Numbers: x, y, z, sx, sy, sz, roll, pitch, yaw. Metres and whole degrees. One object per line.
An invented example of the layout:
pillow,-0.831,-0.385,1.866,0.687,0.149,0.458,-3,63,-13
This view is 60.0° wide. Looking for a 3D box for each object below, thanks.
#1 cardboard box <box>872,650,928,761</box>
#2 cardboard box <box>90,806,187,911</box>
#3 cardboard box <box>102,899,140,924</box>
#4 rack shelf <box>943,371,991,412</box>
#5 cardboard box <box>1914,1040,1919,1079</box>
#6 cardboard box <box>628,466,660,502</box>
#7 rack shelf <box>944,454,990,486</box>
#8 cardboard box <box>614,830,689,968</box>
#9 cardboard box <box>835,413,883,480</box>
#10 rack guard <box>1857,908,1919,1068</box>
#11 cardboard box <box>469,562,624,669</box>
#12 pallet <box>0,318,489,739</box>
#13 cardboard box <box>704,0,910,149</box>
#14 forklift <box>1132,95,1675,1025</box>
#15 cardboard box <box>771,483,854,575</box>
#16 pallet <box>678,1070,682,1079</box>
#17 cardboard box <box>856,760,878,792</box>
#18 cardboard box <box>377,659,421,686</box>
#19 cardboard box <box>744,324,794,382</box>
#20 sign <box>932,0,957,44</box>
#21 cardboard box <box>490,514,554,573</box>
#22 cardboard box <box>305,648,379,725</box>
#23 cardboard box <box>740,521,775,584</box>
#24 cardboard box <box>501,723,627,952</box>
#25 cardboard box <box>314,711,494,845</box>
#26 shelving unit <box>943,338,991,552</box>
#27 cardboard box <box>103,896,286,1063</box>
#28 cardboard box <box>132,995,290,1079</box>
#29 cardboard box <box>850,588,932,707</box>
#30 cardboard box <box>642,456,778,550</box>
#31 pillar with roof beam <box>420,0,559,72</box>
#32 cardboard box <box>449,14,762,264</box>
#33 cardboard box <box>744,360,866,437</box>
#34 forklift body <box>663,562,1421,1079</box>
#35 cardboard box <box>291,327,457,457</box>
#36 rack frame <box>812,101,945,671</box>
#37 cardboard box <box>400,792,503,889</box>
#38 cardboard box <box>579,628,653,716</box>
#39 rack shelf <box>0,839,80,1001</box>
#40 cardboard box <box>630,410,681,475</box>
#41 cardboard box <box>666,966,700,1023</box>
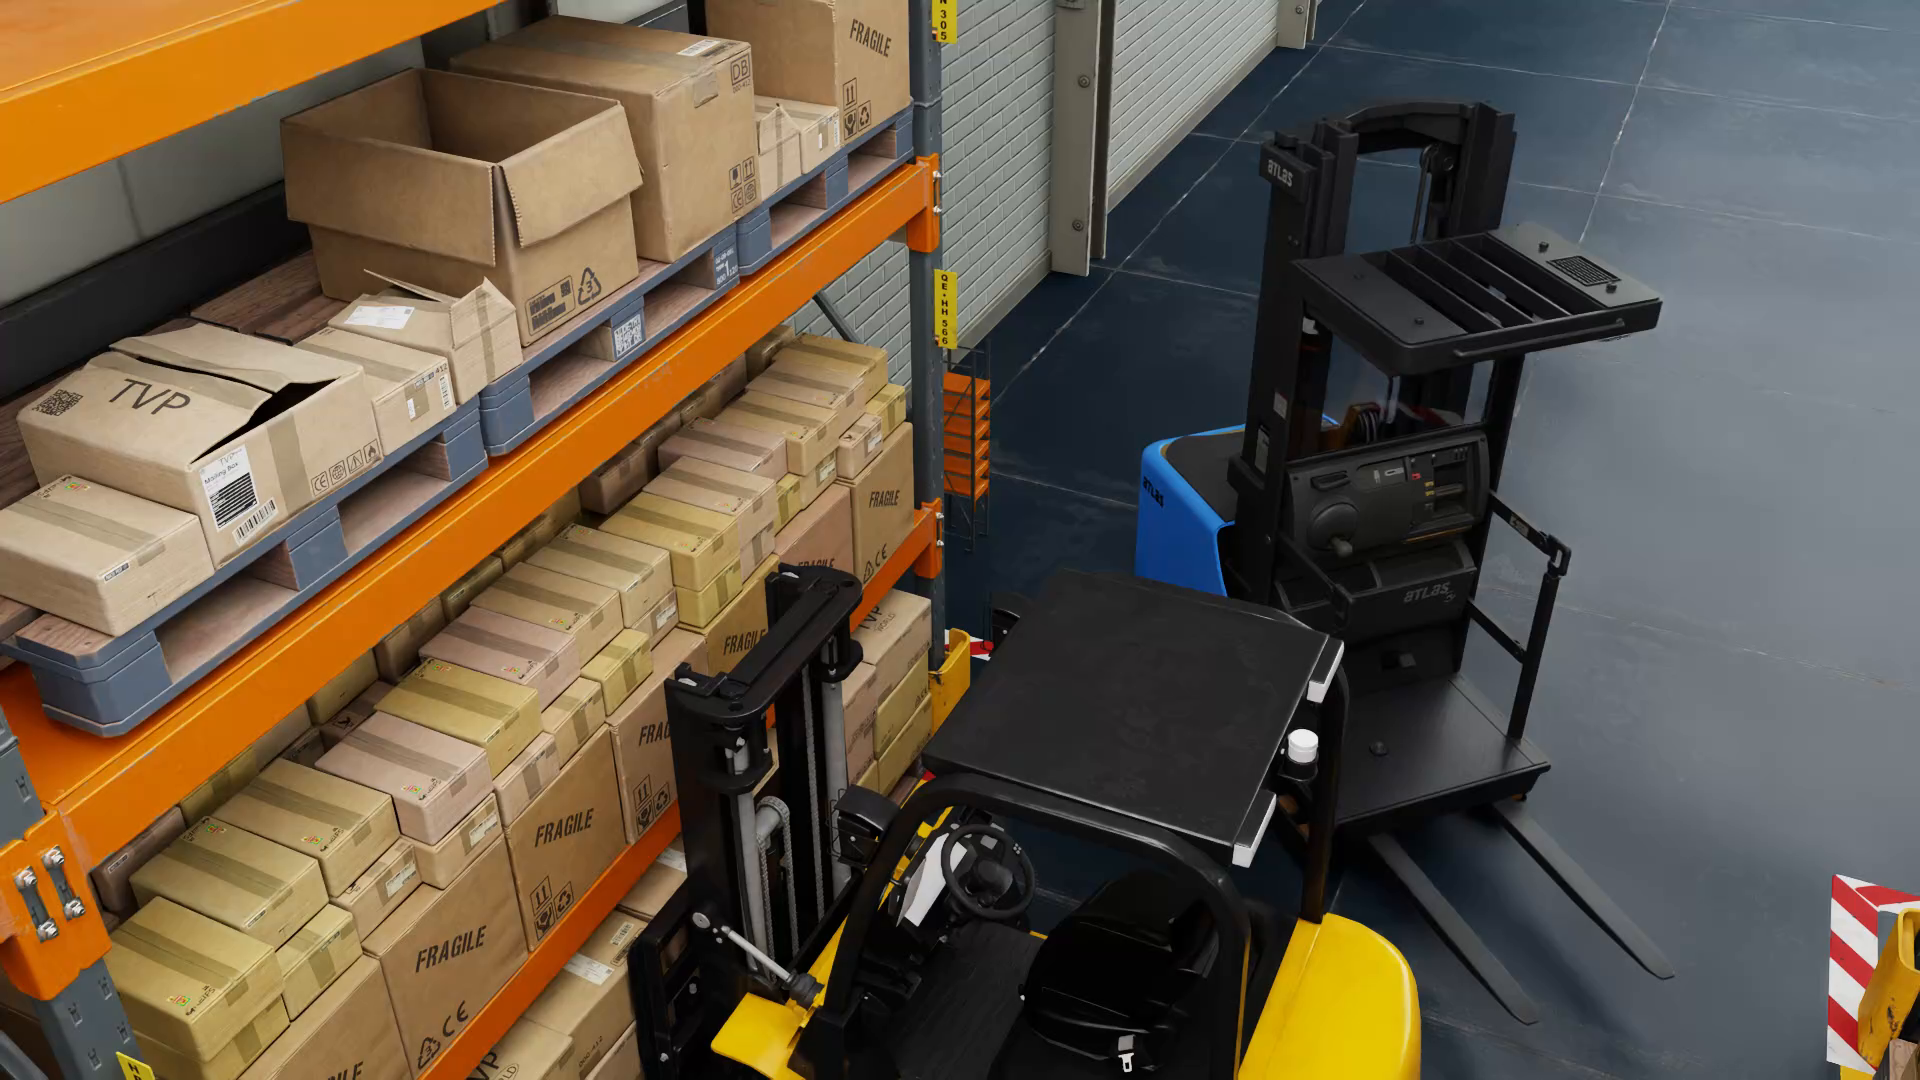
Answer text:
cardboard box,-0.465,0.634,7.085,0.500,0.250,0.500,14,36,20
cardboard box,-2.217,0.766,4.261,0.380,0.149,0.250,13,36,19
cardboard box,-2.244,0.882,4.355,0.380,0.149,0.250,13,35,19
rack shelf,0.006,-0.773,8.627,0.258,0.103,0.180,14,36,20
cardboard box,3.367,1.703,5.227,0.500,0.500,0.500,13,35,19
cardboard box,-1.247,-0.267,6.107,0.380,0.149,0.250,13,35,19
rack shelf,0.006,-0.371,8.891,0.258,0.103,0.180,14,36,20
cardboard box,-1.084,1.172,5.809,0.500,0.250,0.500,13,36,20
cardboard box,-0.516,-0.387,6.291,0.380,0.149,0.250,15,36,21
rack guard,3.933,1.775,5.956,1.175,0.500,0.348,14,36,20
cardboard box,-1.261,0.231,5.077,0.380,0.149,0.250,14,36,21
pallet,-1.885,-0.101,3.882,1.003,0.211,1.213,14,36,20
cardboard box,-0.509,-1.682,5.648,0.500,0.500,0.500,15,36,22
forklift,1.836,-0.122,6.632,1.130,2.935,3.031,-12,35,-17
cardboard box,-0.738,0.075,6.178,0.500,0.500,0.500,15,36,22
pallet,-1.339,1.717,6.308,1.003,0.211,1.213,14,36,20
cardboard box,-0.671,1.081,6.859,0.500,0.250,0.500,14,36,20
cardboard box,-1.781,0.371,5.134,0.380,0.149,0.250,14,36,20
cardboard box,-0.880,-0.764,6.595,0.380,0.149,0.250,13,36,20
sign,-0.058,-1.905,5.818,0.100,0.325,0.005,14,36,20
cardboard box,-1.553,-0.001,5.430,0.380,0.149,0.250,14,36,21
cardboard box,-1.944,0.367,4.869,0.380,0.149,0.250,14,36,20
cardboard box,-0.863,-0.007,5.711,0.380,0.149,0.250,13,35,19
cardboard box,-1.382,0.828,5.028,0.500,0.500,0.500,14,36,20
cardboard box,-1.489,0.634,4.462,0.380,0.149,0.250,15,36,22
shelving unit,0.006,-0.509,8.800,0.258,1.200,0.189,14,36,20
cardboard box,-1.816,1.019,3.875,0.380,0.149,0.250,15,36,21
cardboard box,-1.846,1.136,3.968,0.380,0.149,0.250,14,36,20
cardboard box,-0.454,0.412,6.968,0.500,0.250,0.500,15,36,22
cardboard box,-0.843,-0.127,5.623,0.380,0.149,0.250,15,36,22
pillar with roof beam,2.255,-1.826,3.697,9.100,9.000,0.400,14,36,20
cardboard box,-1.028,-1.195,4.905,0.700,0.500,0.500,14,36,21
cardboard box,-0.579,-0.526,6.231,0.380,0.149,0.250,14,36,21
forklift body,0.319,1.273,5.216,2.313,2.155,1.214,14,36,20
cardboard box,-1.433,-0.356,3.946,0.380,0.149,0.250,15,36,22
rack frame,-0.545,-0.445,7.062,1.000,3.000,0.127,14,36,20
cardboard box,-1.485,0.764,4.535,0.380,0.149,0.250,15,36,22
cardboard box,-1.181,0.370,5.136,0.380,0.149,0.250,13,36,20
rack shelf,-3.055,1.590,1.879,1.077,0.370,4.000,14,36,20
cardboard box,-1.234,-0.387,6.019,0.380,0.149,0.250,14,36,21
cardboard box,-1.094,1.392,5.929,0.500,0.250,0.500,14,36,20
